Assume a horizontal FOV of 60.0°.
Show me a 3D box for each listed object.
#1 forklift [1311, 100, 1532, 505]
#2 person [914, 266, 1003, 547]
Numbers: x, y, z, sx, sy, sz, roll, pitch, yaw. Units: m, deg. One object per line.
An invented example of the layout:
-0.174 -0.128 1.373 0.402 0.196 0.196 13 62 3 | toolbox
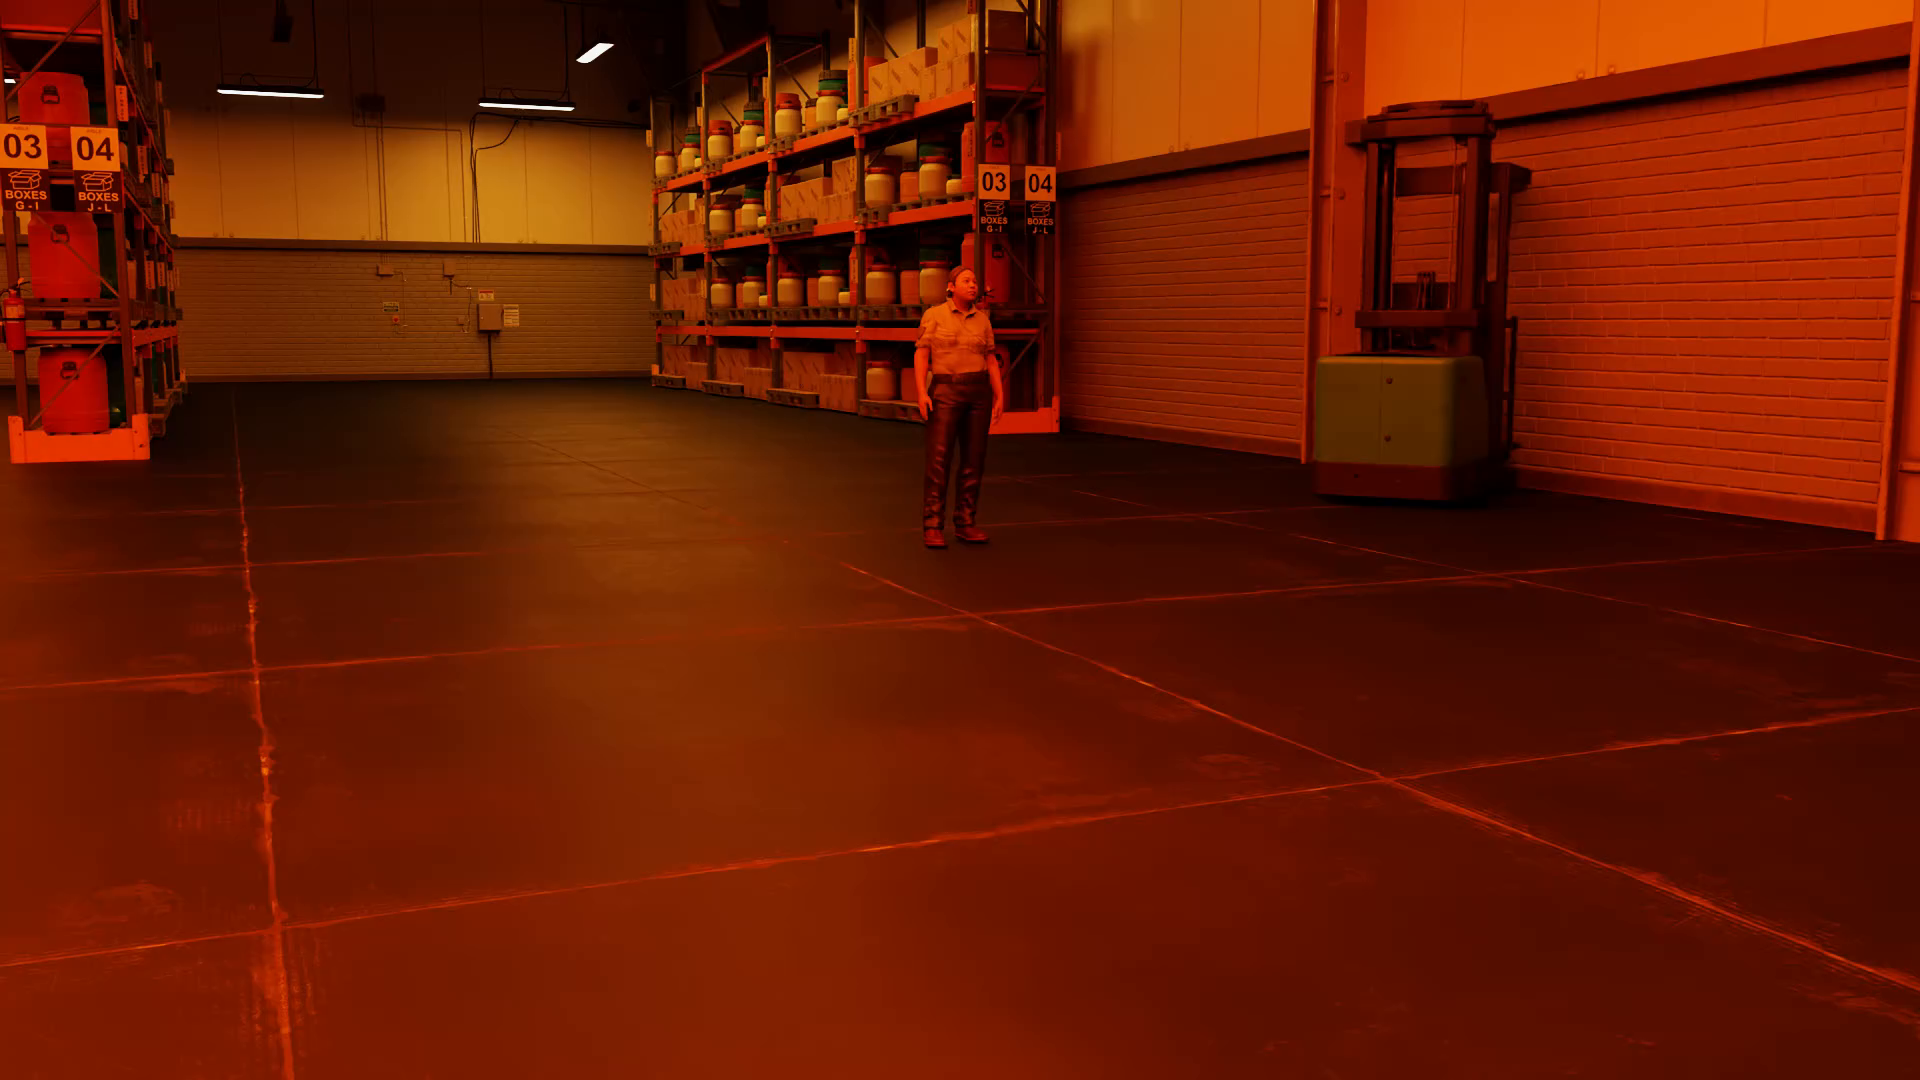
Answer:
3.778 -1.856 13.017 1.130 2.935 3.031 5 9 31 | forklift
0.015 -0.812 9.954 0.598 1.651 0.502 -3 8 -23 | person
